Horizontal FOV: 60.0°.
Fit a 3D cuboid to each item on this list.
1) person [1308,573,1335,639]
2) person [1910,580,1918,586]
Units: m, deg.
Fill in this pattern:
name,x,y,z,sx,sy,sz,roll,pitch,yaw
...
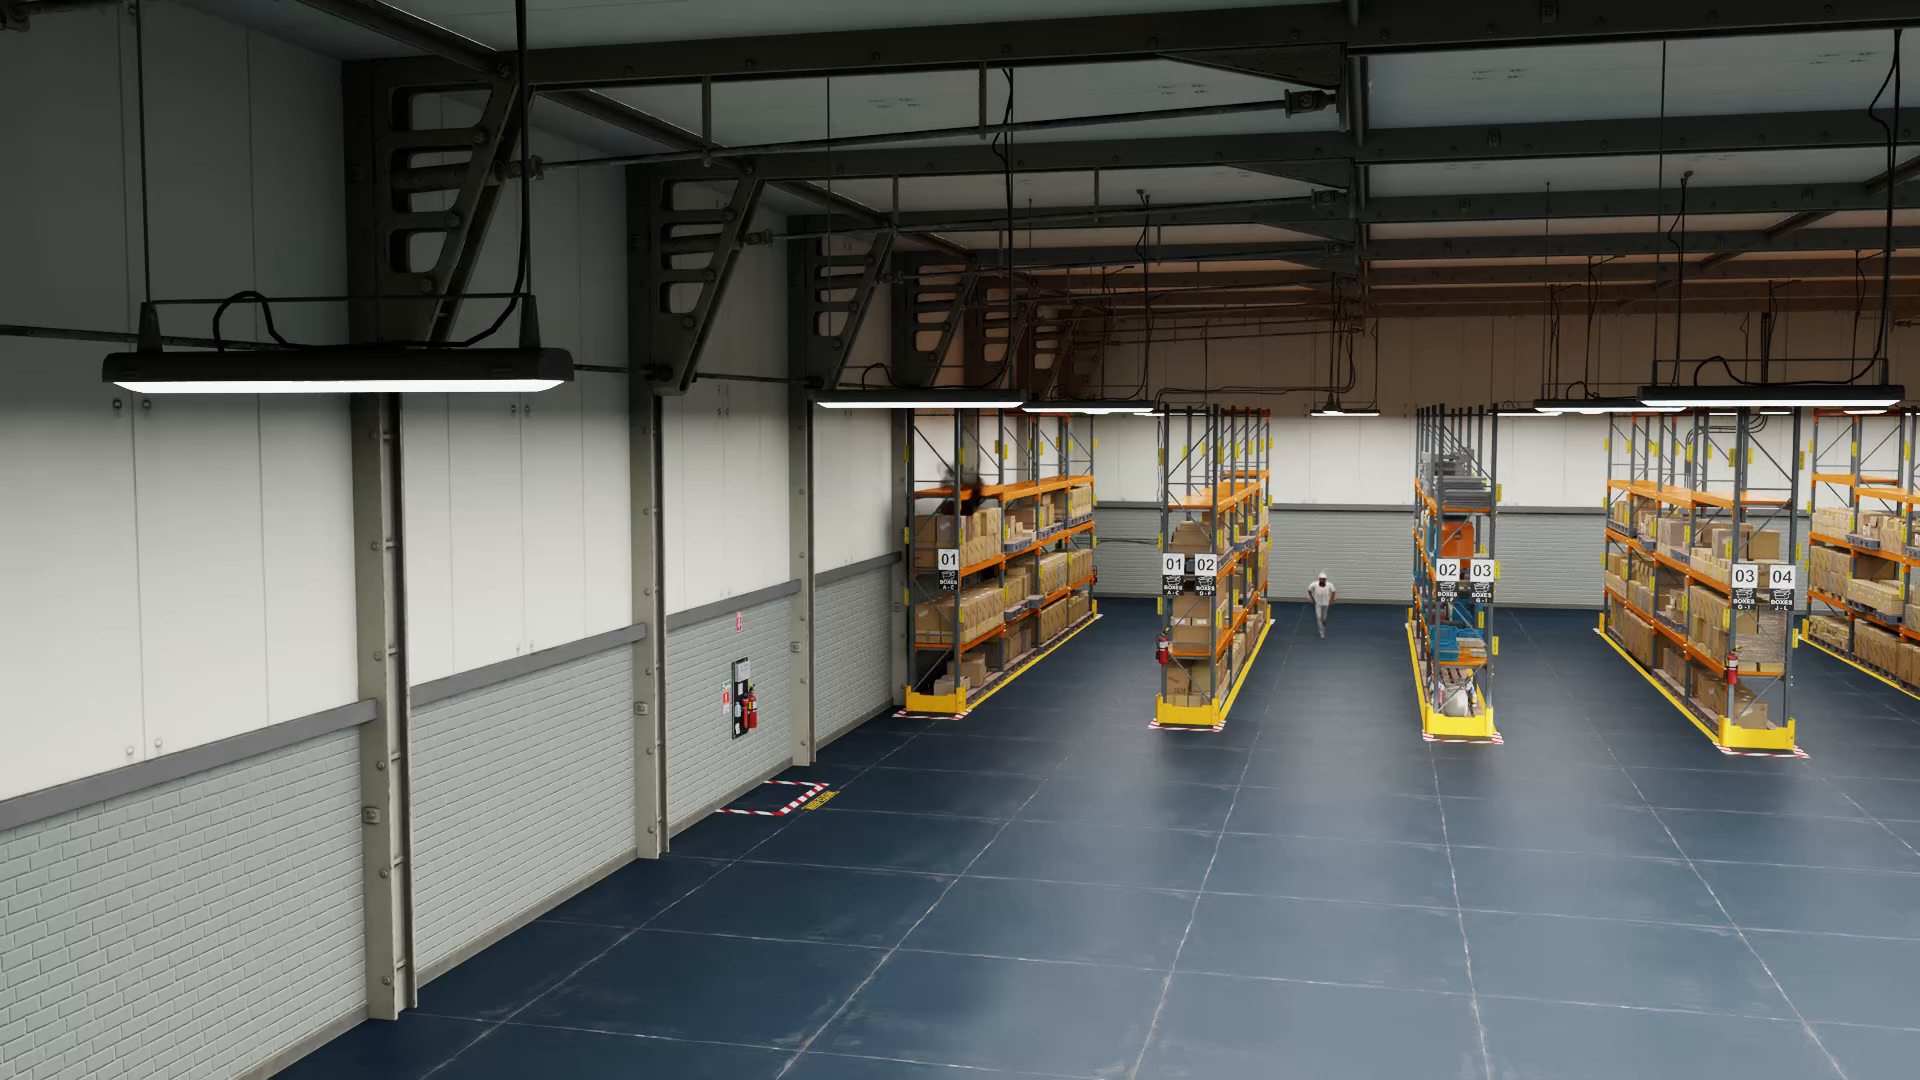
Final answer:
name,x,y,z,sx,sy,sz,roll,pitch,yaw
person,9.483,1.692,43.628,0.689,1.714,0.915,1,4,13
person,23.778,1.876,41.485,0.579,1.760,0.738,1,4,15
